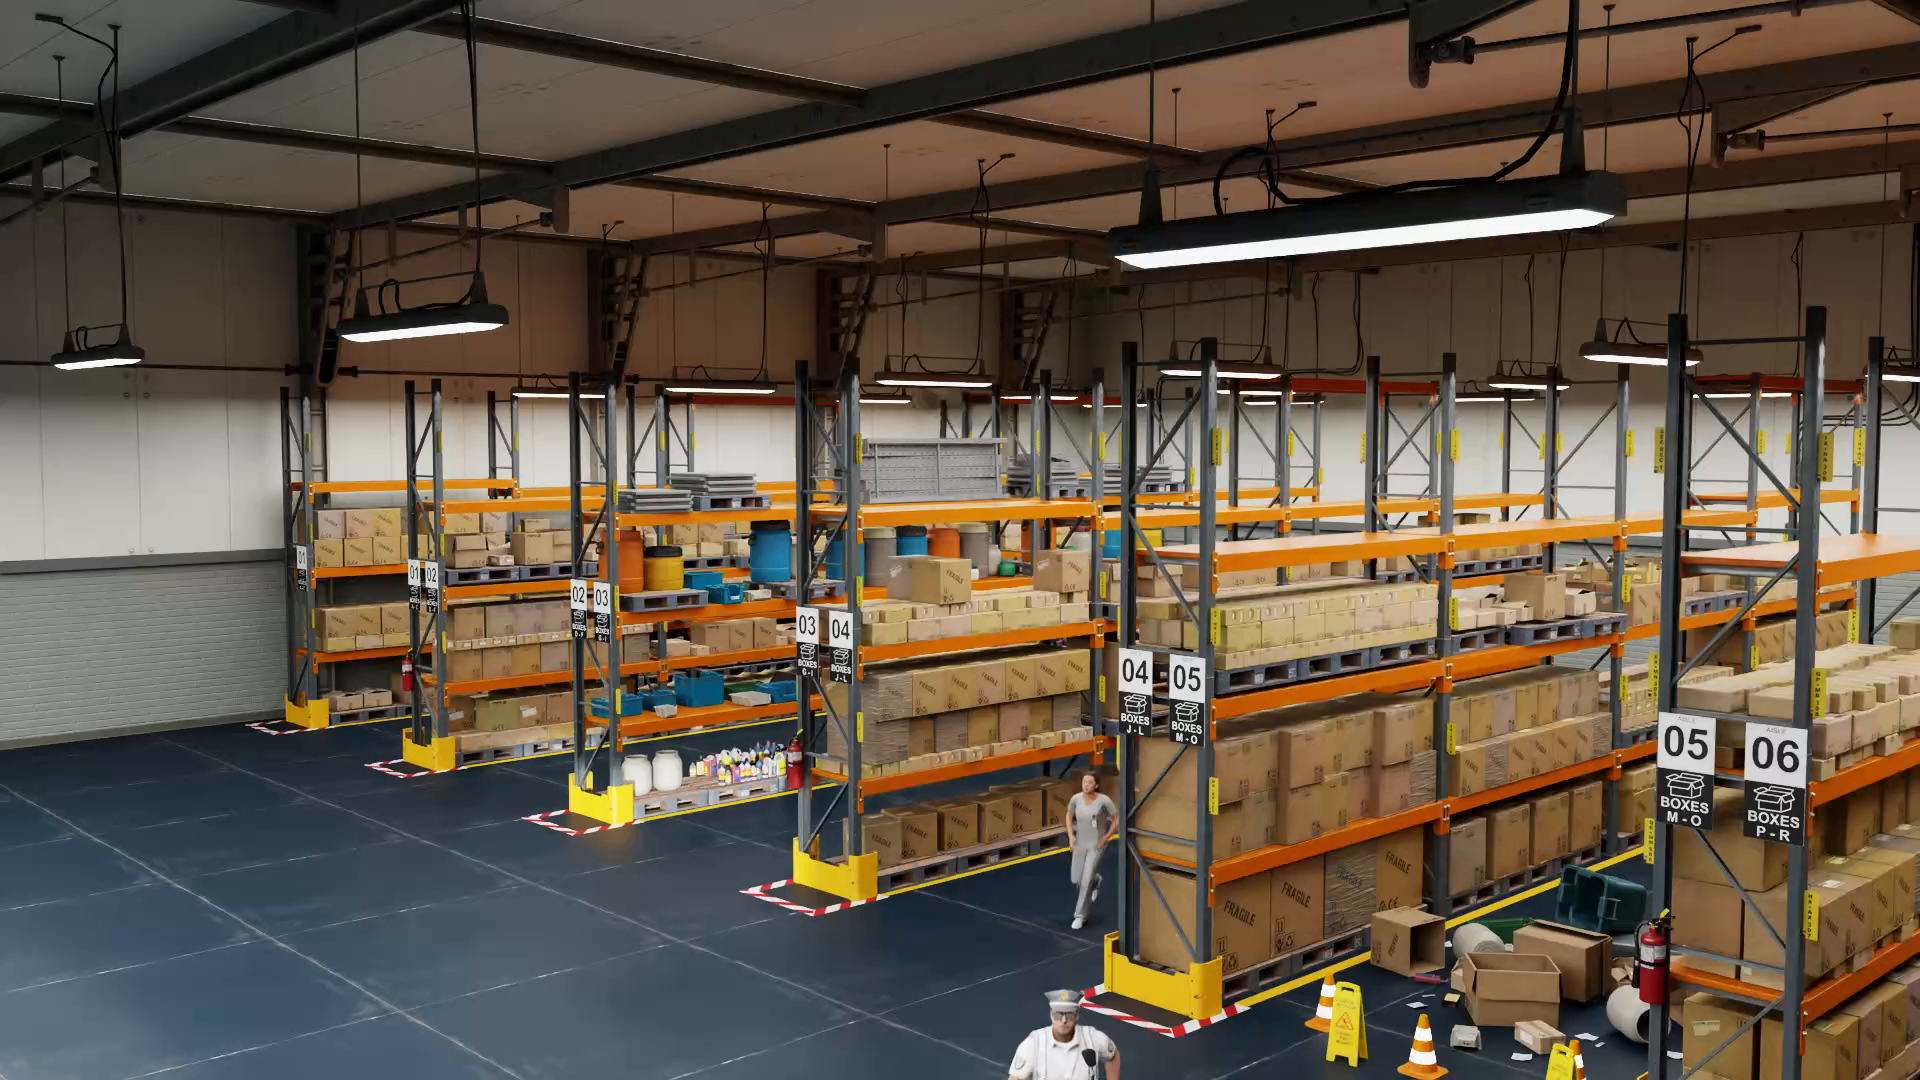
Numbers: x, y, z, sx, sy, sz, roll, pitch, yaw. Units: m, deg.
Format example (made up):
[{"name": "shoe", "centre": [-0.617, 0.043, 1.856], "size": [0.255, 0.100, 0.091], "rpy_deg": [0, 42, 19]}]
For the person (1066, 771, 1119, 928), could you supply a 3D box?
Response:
[{"name": "person", "centre": [1.400, 3.234, 17.602], "size": [0.585, 1.639, 0.675], "rpy_deg": [1, 4, 22]}]

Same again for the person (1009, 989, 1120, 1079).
[{"name": "person", "centre": [0.636, 3.629, 10.178], "size": [0.678, 1.857, 0.811], "rpy_deg": [0, 4, 5]}]
